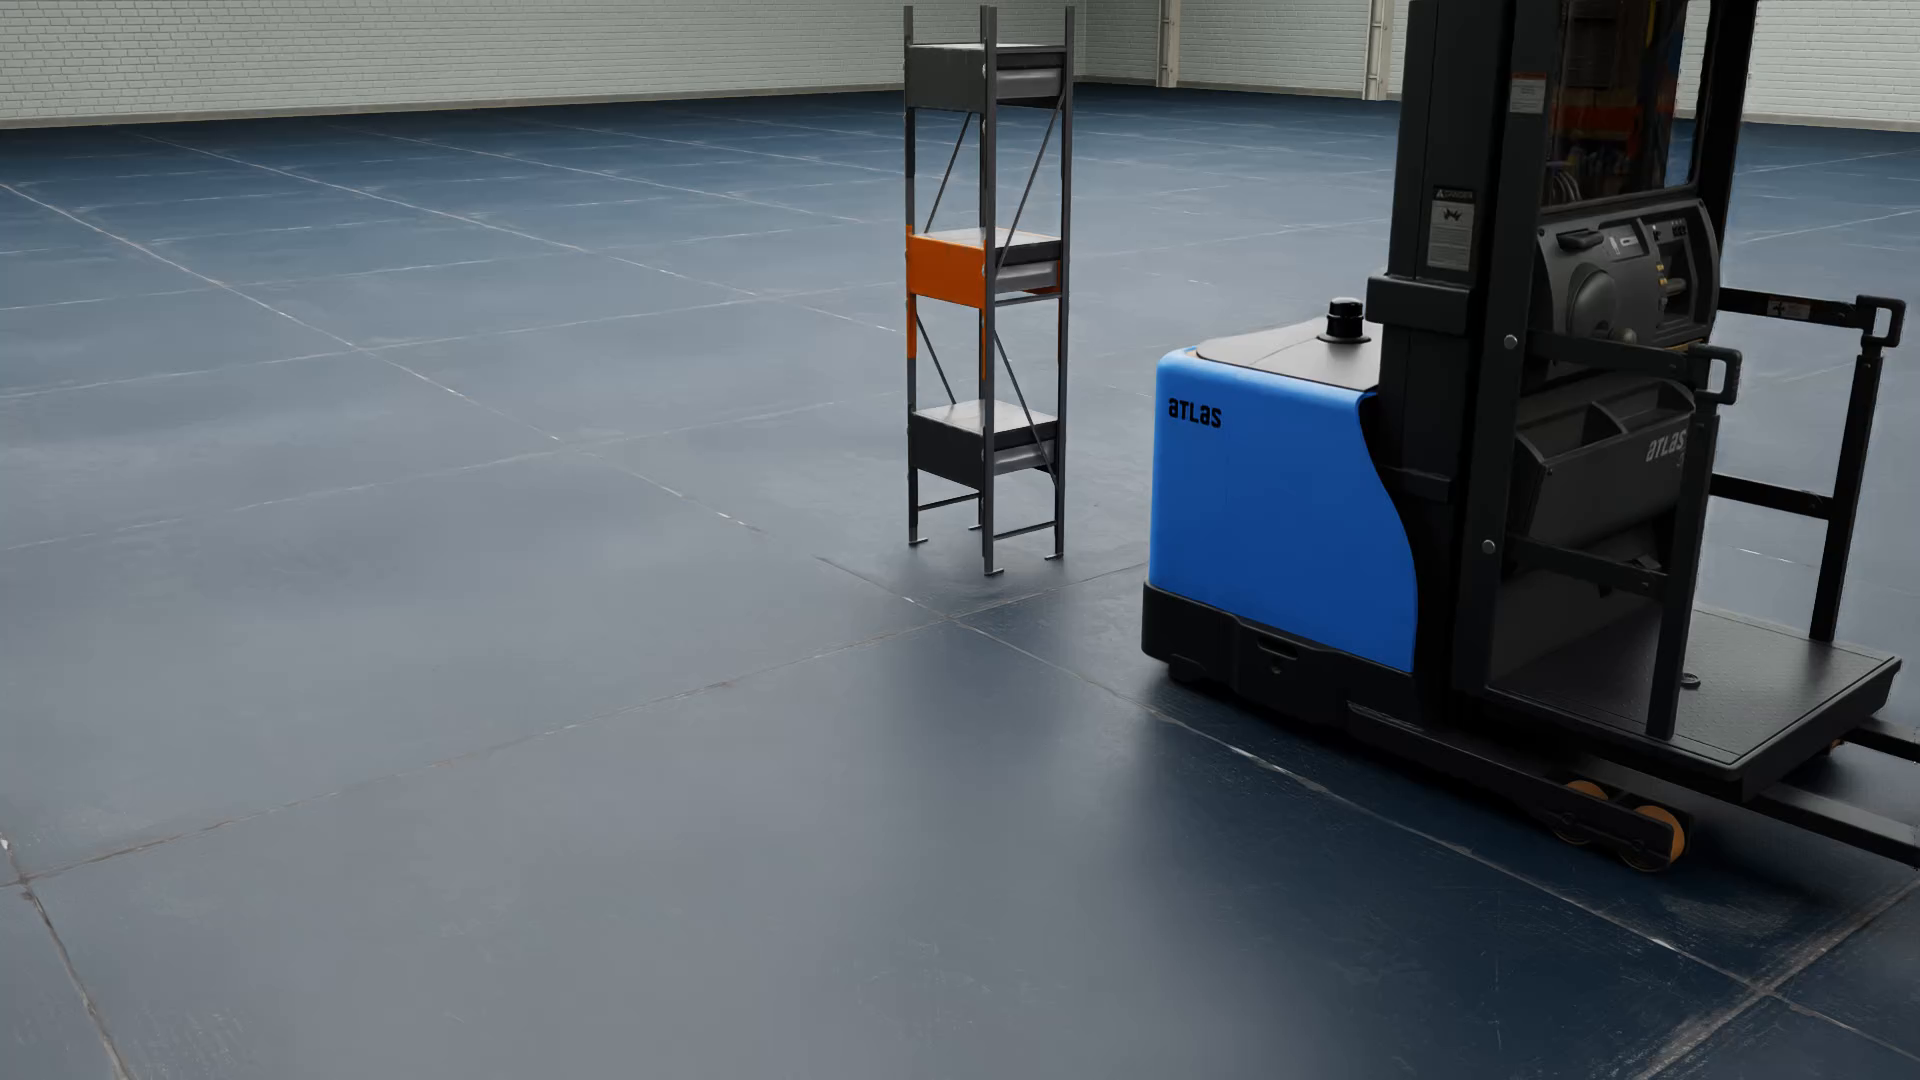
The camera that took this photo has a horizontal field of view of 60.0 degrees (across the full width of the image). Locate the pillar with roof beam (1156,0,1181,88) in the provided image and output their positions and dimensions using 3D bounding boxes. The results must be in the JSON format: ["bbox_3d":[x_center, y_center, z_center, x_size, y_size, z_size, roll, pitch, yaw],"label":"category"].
[{"bbox_3d":[1.434,-13.977,34.757,9.100,9.000,0.400,-14,23,-36],"label":"pillar with roof beam"}]

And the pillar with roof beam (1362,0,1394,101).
[{"bbox_3d":[5.159,-12.499,30.292,9.100,9.000,0.400,-14,23,-36],"label":"pillar with roof beam"}]

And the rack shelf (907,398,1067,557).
[{"bbox_3d":[0.103,-0.279,6.634,0.431,0.518,0.480,-14,23,-36],"label":"rack shelf"}]

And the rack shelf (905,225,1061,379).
[{"bbox_3d":[0.103,-0.943,6.414,0.431,0.518,0.480,-14,23,-36],"label":"rack shelf"}]

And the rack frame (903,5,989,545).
[{"bbox_3d":[-0.049,-1.016,6.591,0.400,2.100,0.015,-14,23,-36],"label":"rack frame"}]

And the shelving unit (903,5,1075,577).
[{"bbox_3d":[0.103,-0.956,6.409,0.431,2.100,0.503,-14,23,-36],"label":"shelving unit"}]

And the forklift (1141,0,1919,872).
[{"bbox_3d":[1.961,-0.718,4.367,1.130,2.935,3.031,-16,24,-39],"label":"forklift"}]

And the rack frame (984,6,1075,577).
[{"bbox_3d":[0.254,-0.896,6.228,0.400,2.100,0.015,-14,23,-36],"label":"rack frame"}]

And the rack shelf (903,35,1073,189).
[{"bbox_3d":[0.103,-1.608,6.193,0.431,0.518,0.480,-14,23,-36],"label":"rack shelf"}]
